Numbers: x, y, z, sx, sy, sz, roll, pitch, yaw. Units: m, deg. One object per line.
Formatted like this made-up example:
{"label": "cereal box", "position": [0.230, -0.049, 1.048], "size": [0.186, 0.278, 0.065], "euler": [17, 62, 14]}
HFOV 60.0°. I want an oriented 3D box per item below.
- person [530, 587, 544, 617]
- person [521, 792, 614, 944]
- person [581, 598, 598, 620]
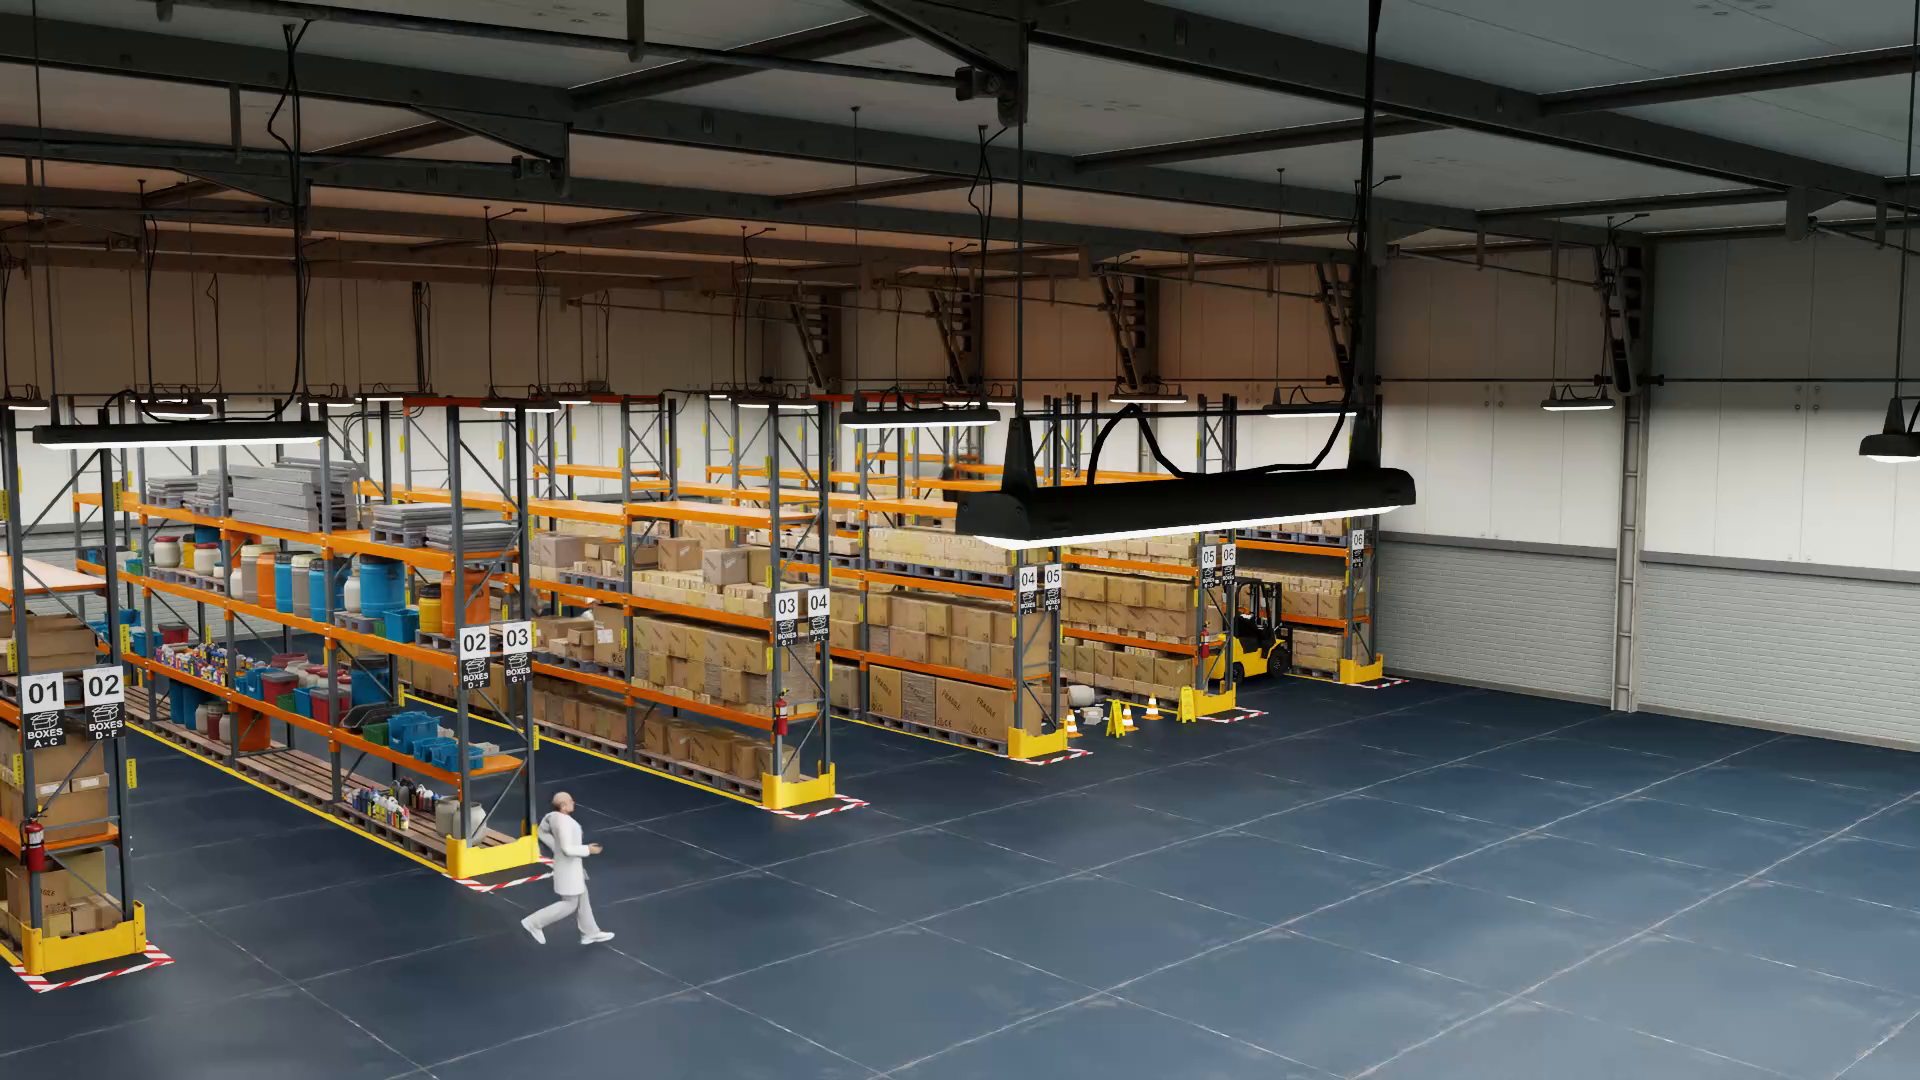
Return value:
{"label": "person", "position": [-9.592, 1.870, 37.083], "size": [0.660, 1.827, 0.761], "euler": [-4, 7, -38]}
{"label": "person", "position": [-4.365, 3.656, 18.437], "size": [1.031, 1.756, 0.712], "euler": [-3, 6, -24]}
{"label": "person", "position": [-7.712, 2.063, 35.266], "size": [0.671, 1.732, 0.522], "euler": [-4, 7, -39]}
